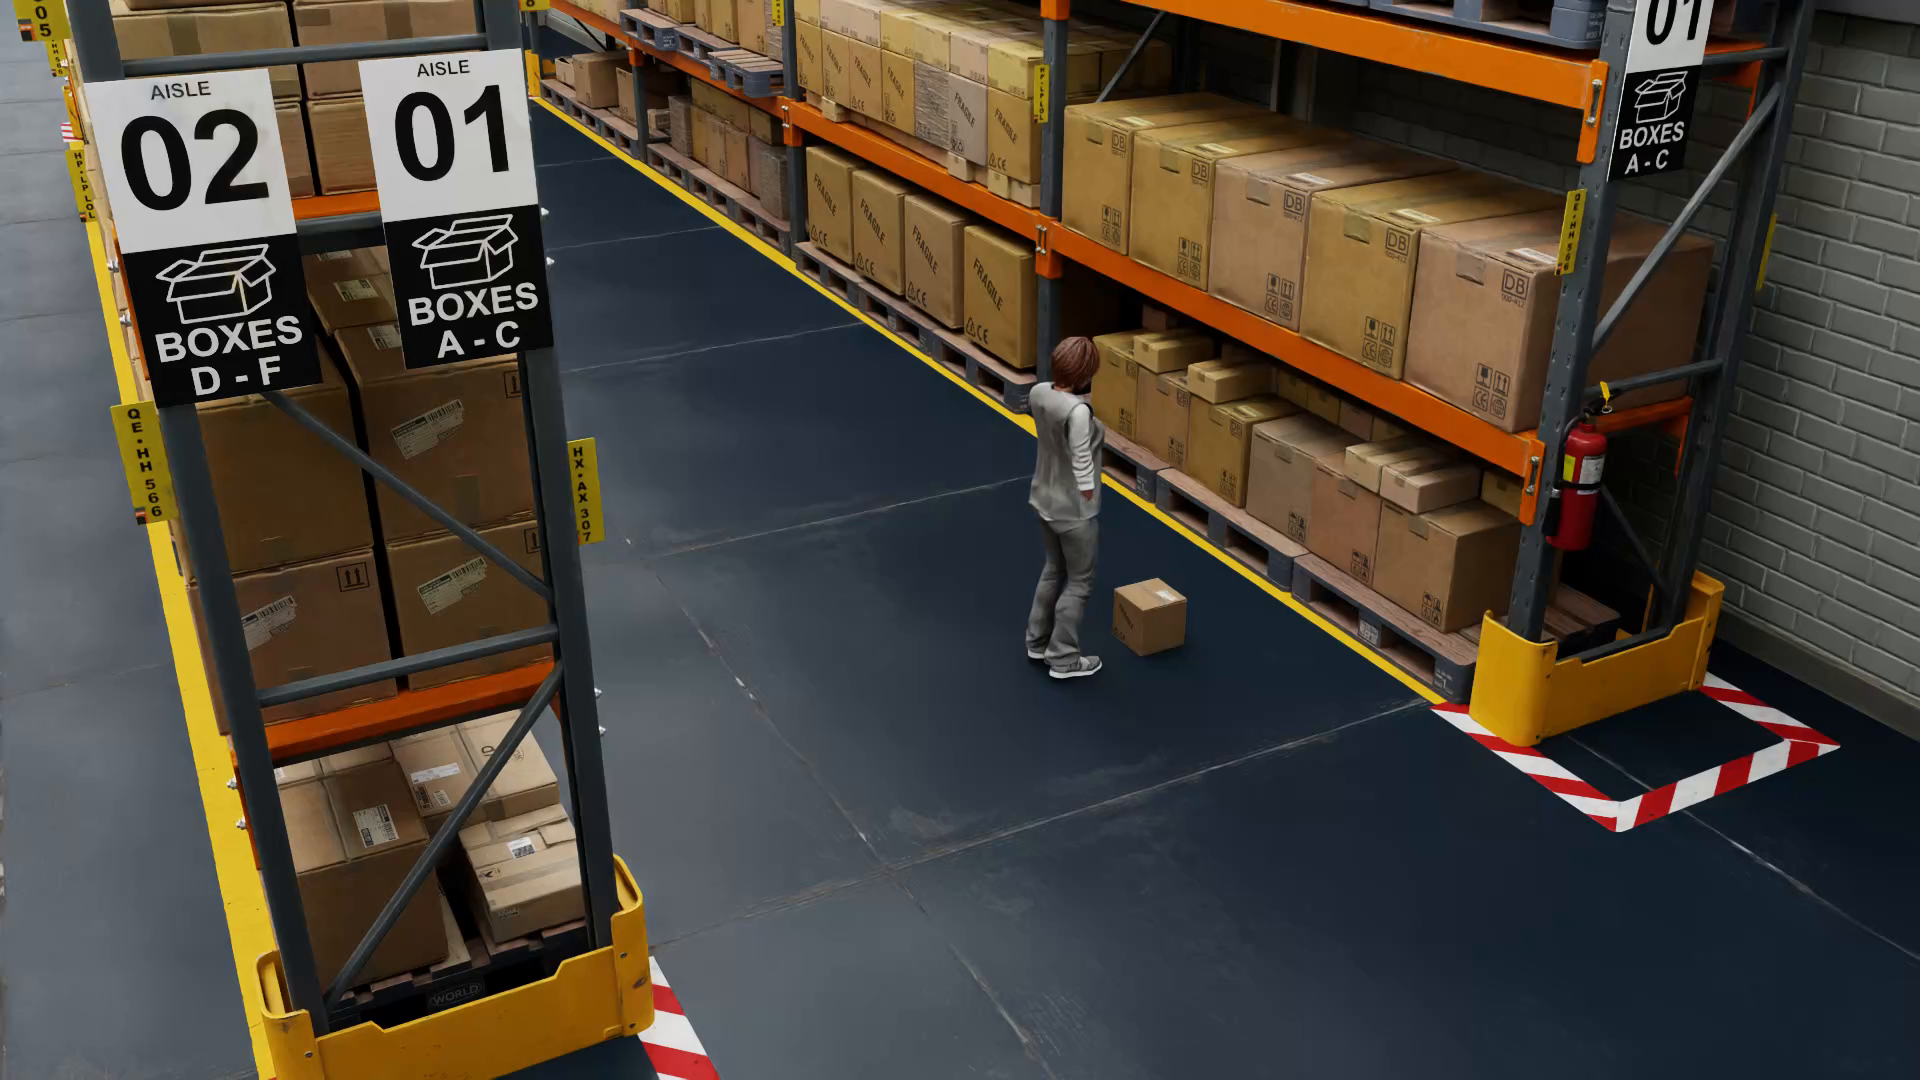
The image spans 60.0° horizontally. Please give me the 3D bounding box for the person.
[{"bbox_3d":[0.463,-0.146,7.439,0.302,1.592,0.409,-12,29,-24],"label":"person"}]
